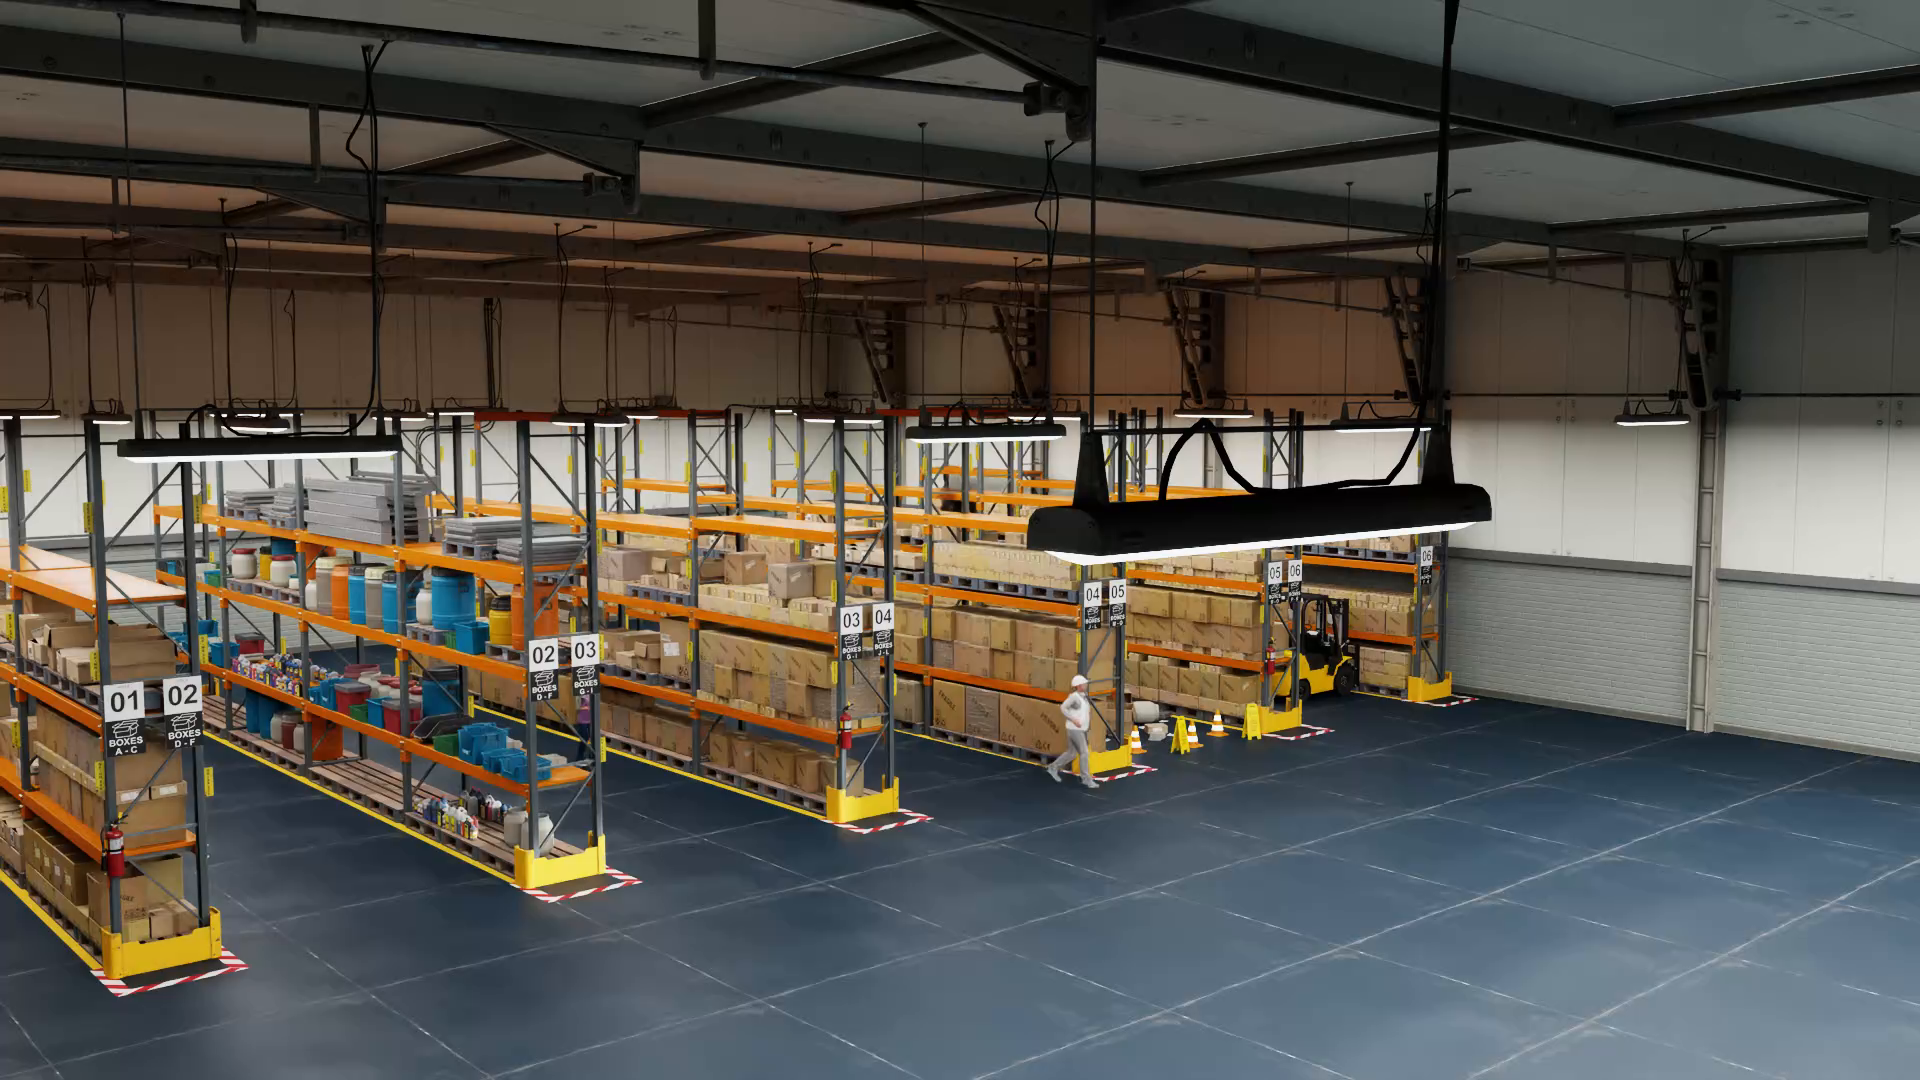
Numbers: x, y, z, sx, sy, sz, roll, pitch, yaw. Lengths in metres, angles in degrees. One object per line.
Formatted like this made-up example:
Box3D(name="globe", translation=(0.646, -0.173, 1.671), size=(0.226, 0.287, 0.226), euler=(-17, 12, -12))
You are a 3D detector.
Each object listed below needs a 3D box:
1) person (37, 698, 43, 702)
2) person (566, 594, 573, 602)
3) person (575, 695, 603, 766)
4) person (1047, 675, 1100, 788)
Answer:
Box3D(name="person", translation=(-16.584, 2.849, 30.270), size=(0.848, 1.650, 0.623), euler=(4, 7, 40))
Box3D(name="person", translation=(-9.376, 1.980, 39.912), size=(0.604, 1.684, 0.824), euler=(3, 6, 27))
Box3D(name="person", translation=(-6.240, 3.082, 27.954), size=(0.514, 1.631, 0.653), euler=(-5, 7, -44))
Box3D(name="person", translation=(1.881, 3.090, 27.032), size=(0.886, 1.784, 0.660), euler=(1, 5, 16))
